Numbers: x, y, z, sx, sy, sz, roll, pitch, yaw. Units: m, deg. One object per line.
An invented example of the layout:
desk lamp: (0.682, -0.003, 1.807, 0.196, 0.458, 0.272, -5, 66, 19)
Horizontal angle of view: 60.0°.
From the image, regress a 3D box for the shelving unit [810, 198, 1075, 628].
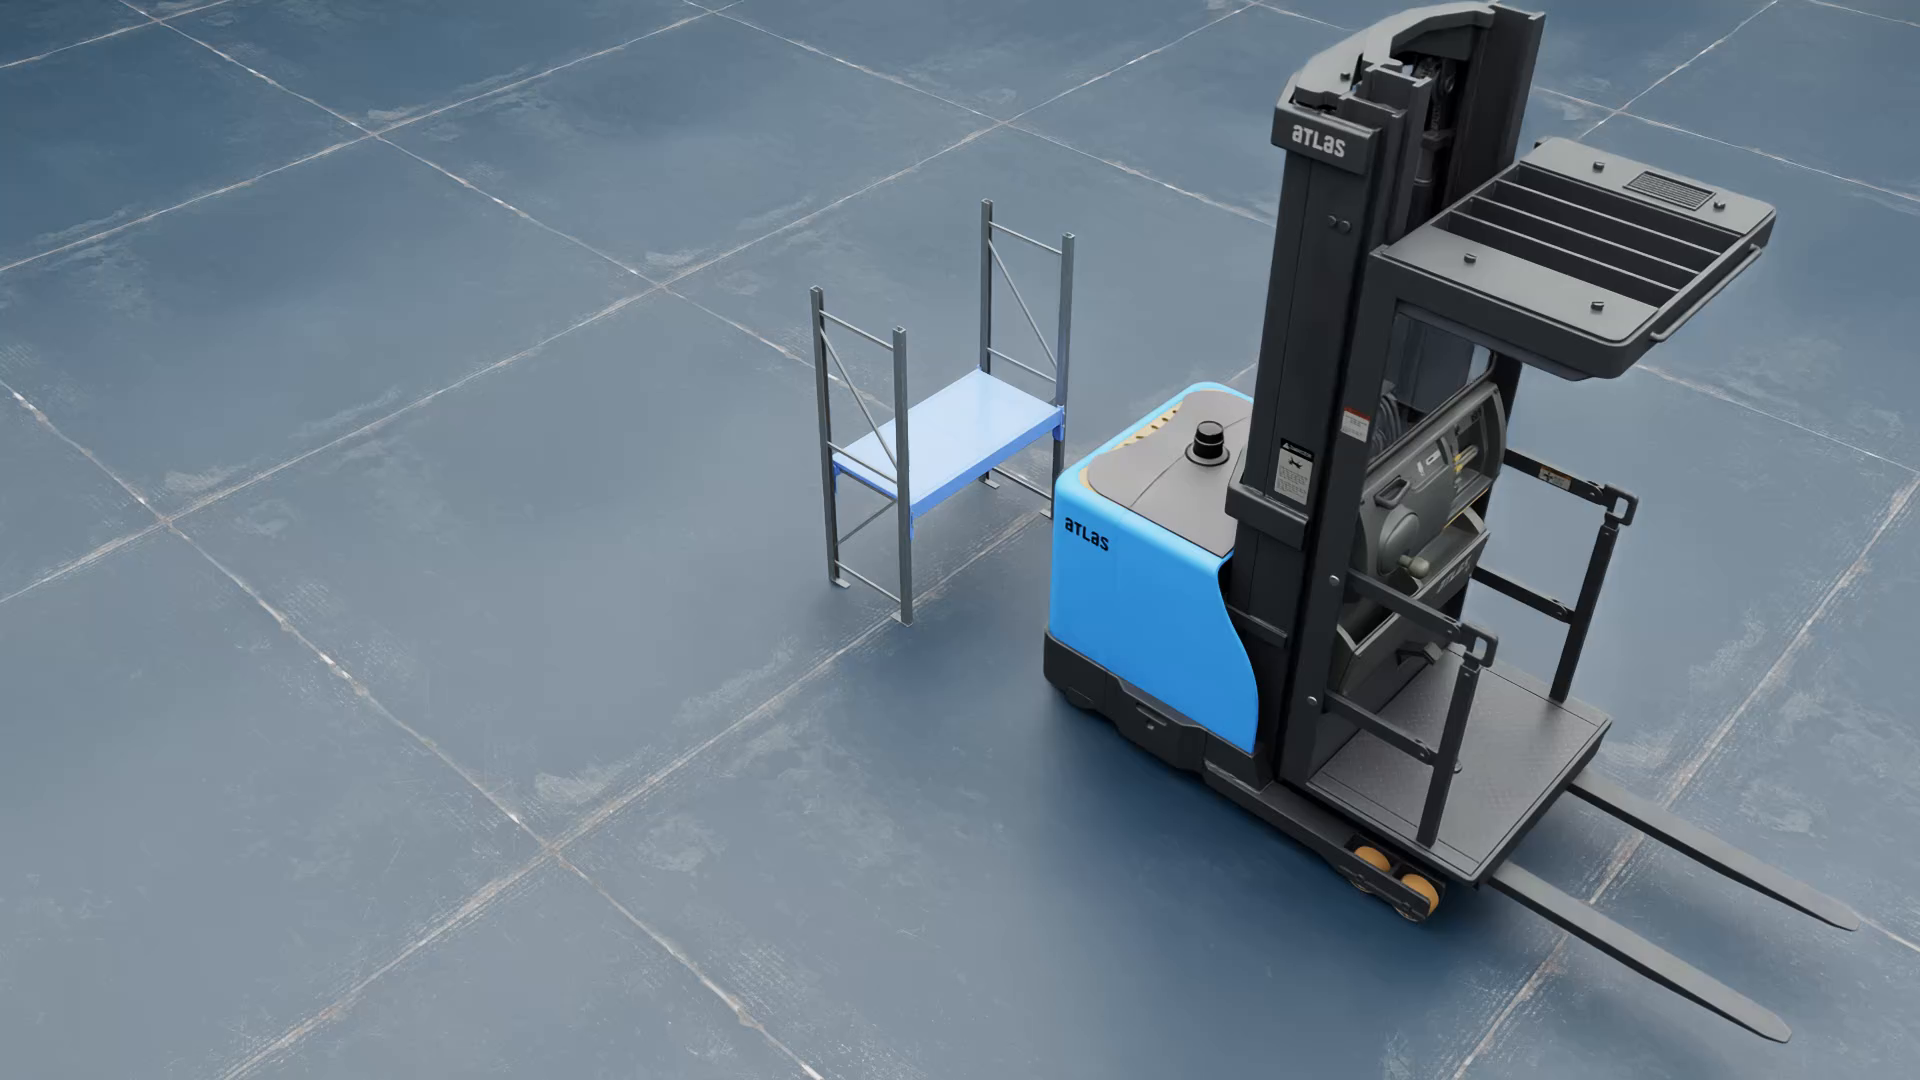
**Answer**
shelving unit: (-0.058, -0.548, 7.234, 0.538, 1.500, 1.048, 30, 47, 32)

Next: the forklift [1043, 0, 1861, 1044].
forklift: (1.772, -0.143, 5.574, 3.031, 2.935, 1.130, 30, 47, 32)

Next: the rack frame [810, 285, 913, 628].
rack frame: (-0.400, -0.314, 6.940, 0.500, 1.500, 0.032, 30, 47, 32)

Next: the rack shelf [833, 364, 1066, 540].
rack shelf: (-0.058, -0.407, 7.346, 0.538, 0.185, 1.000, 30, 47, 32)

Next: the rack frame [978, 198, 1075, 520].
rack frame: (0.285, -0.781, 7.528, 0.500, 1.500, 0.032, 30, 47, 32)
